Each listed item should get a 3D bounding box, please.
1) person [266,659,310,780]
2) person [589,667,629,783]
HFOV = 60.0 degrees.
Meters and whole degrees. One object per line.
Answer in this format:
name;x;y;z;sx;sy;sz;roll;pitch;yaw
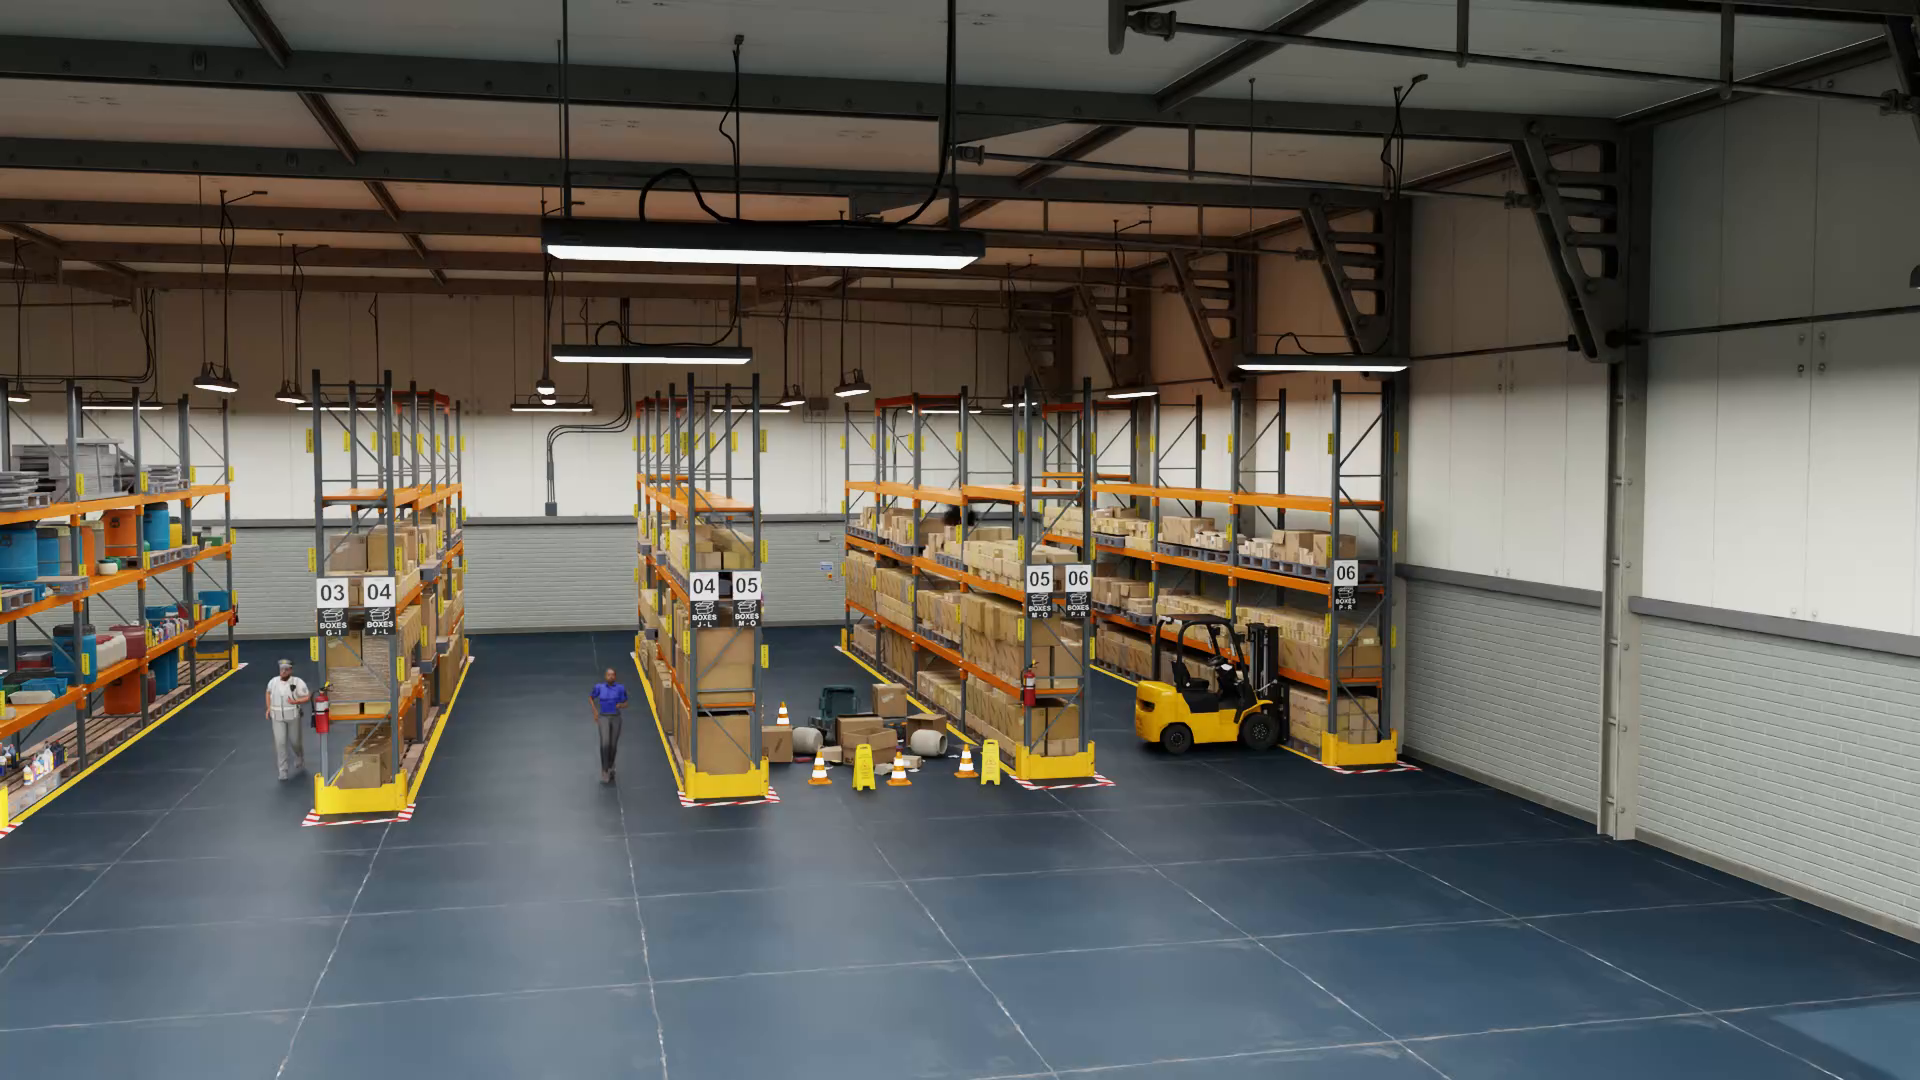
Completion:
person;-10.110;2.657;25.000;0.665;1.760;0.917;-1;3;-12
person;-5.234;2.793;24.858;0.555;1.635;0.755;-1;4;-21
